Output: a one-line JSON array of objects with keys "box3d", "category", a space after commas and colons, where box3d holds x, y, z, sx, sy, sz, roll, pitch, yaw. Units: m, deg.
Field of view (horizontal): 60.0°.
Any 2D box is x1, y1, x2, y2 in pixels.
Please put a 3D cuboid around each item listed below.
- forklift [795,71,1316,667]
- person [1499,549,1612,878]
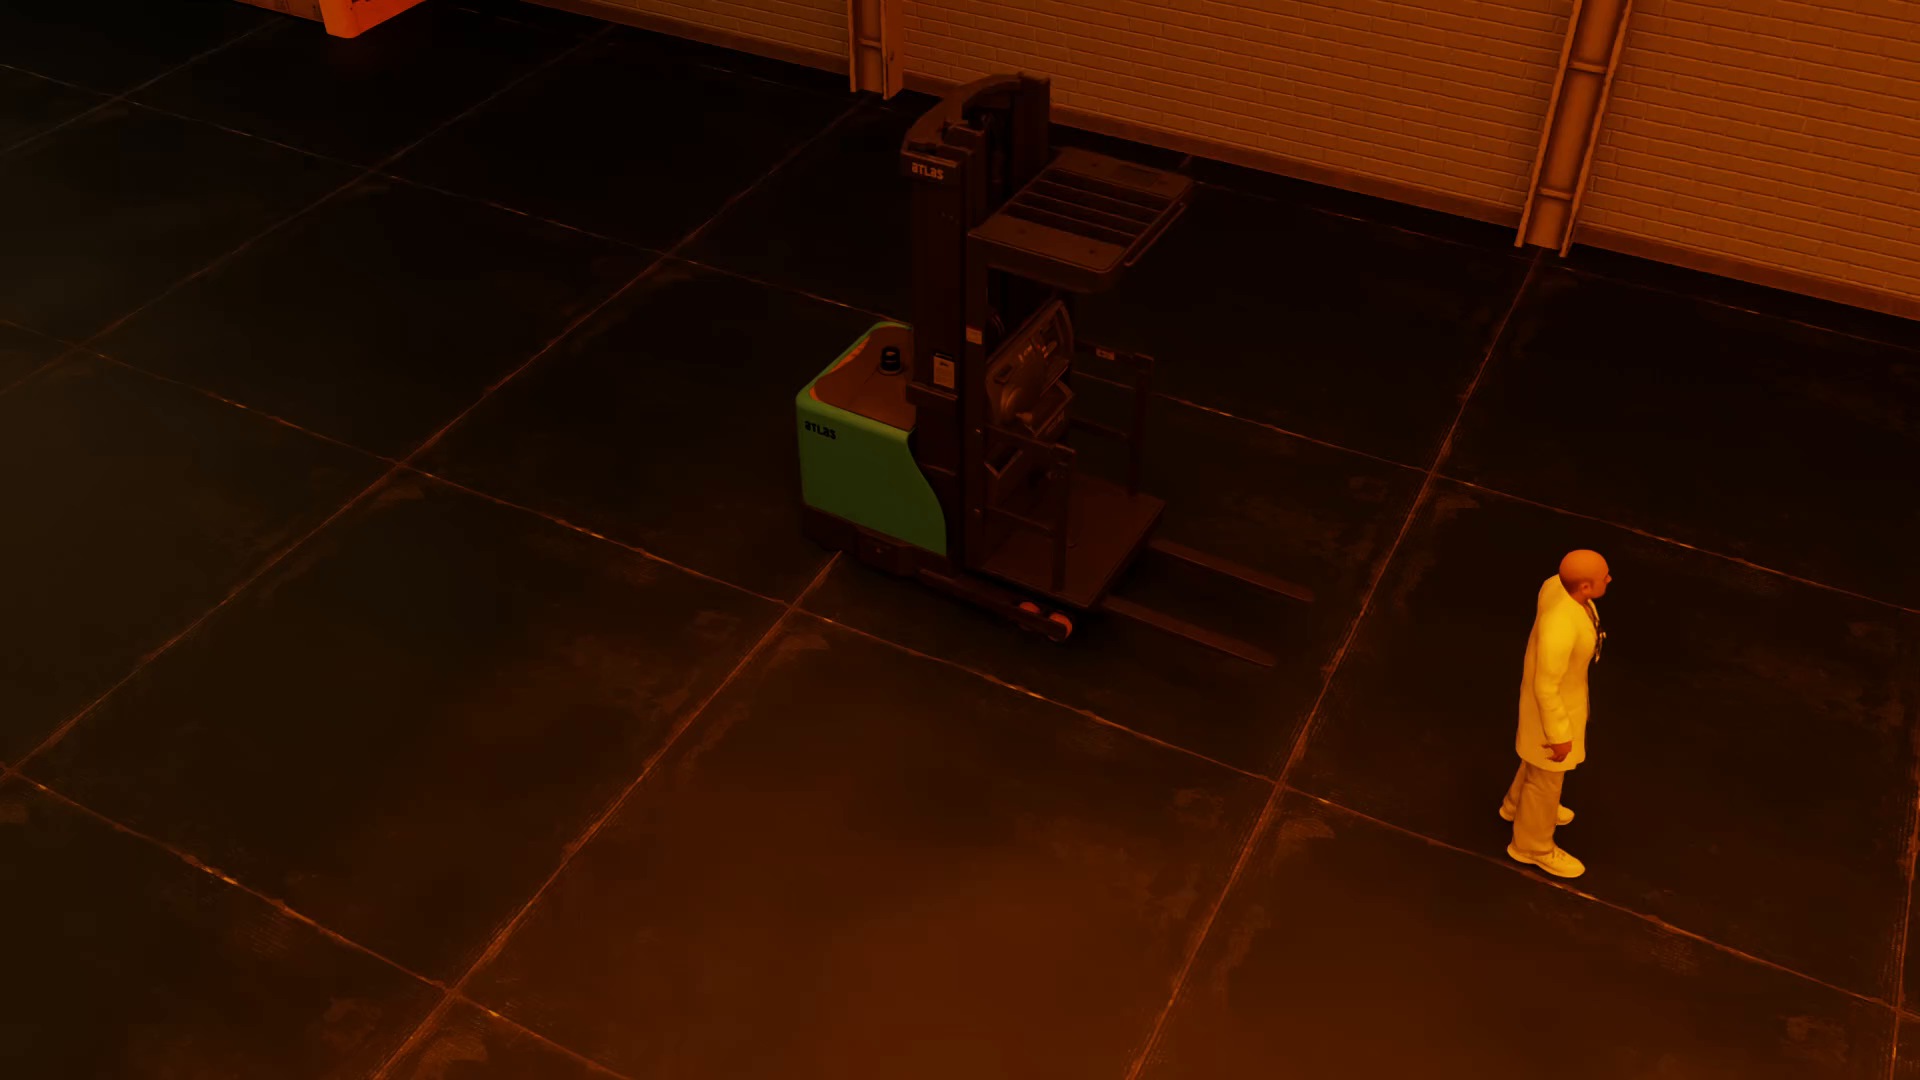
[{"box3d": [0.563, -0.928, 9.089, 3.031, 2.935, 1.130, 20, 44, 22], "category": "forklift"}, {"box3d": [2.915, 0.792, 7.939, 0.536, 1.784, 0.687, 11, 41, 13], "category": "person"}]
